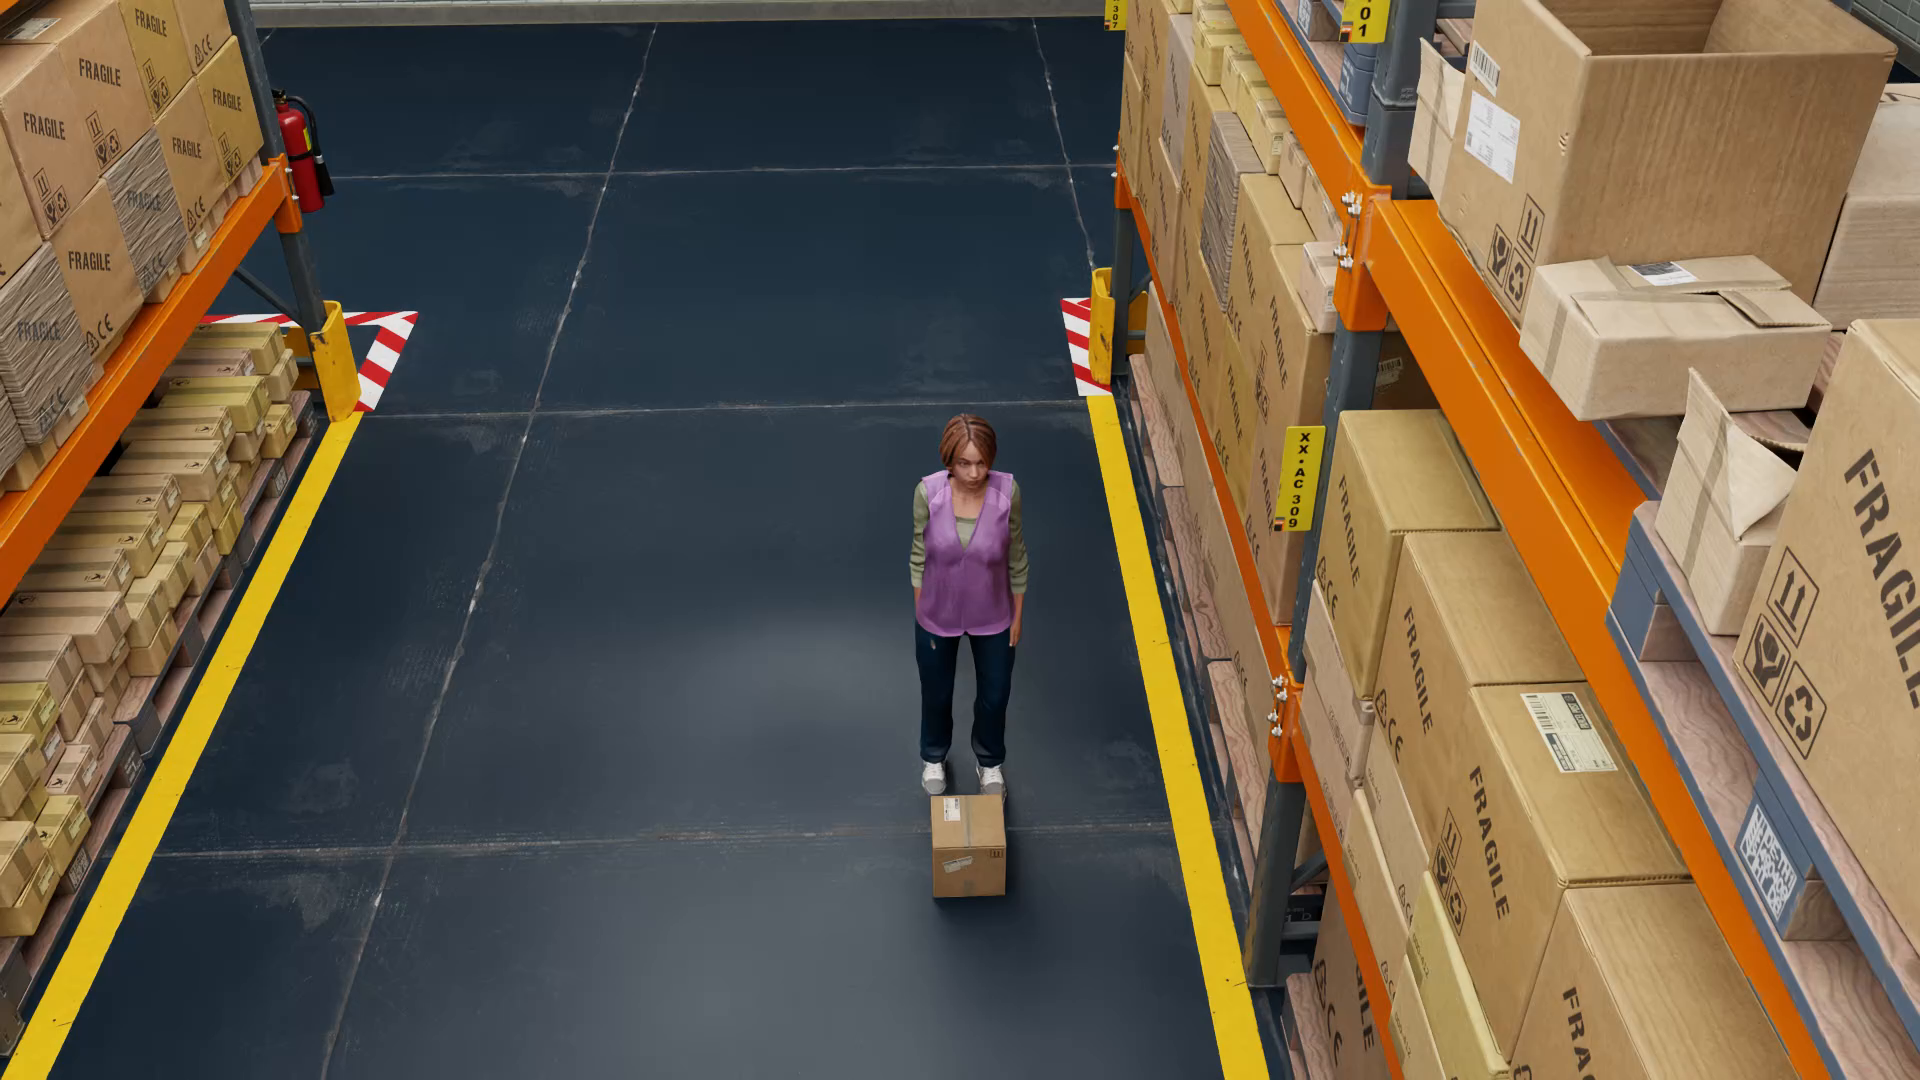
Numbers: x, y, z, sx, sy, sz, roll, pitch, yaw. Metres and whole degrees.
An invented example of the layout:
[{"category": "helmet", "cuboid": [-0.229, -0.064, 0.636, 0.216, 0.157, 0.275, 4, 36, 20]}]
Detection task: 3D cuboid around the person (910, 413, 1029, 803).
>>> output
[{"category": "person", "cuboid": [0.032, 0.270, 5.802, 0.407, 1.615, 0.340, -1, 36, -1]}]
